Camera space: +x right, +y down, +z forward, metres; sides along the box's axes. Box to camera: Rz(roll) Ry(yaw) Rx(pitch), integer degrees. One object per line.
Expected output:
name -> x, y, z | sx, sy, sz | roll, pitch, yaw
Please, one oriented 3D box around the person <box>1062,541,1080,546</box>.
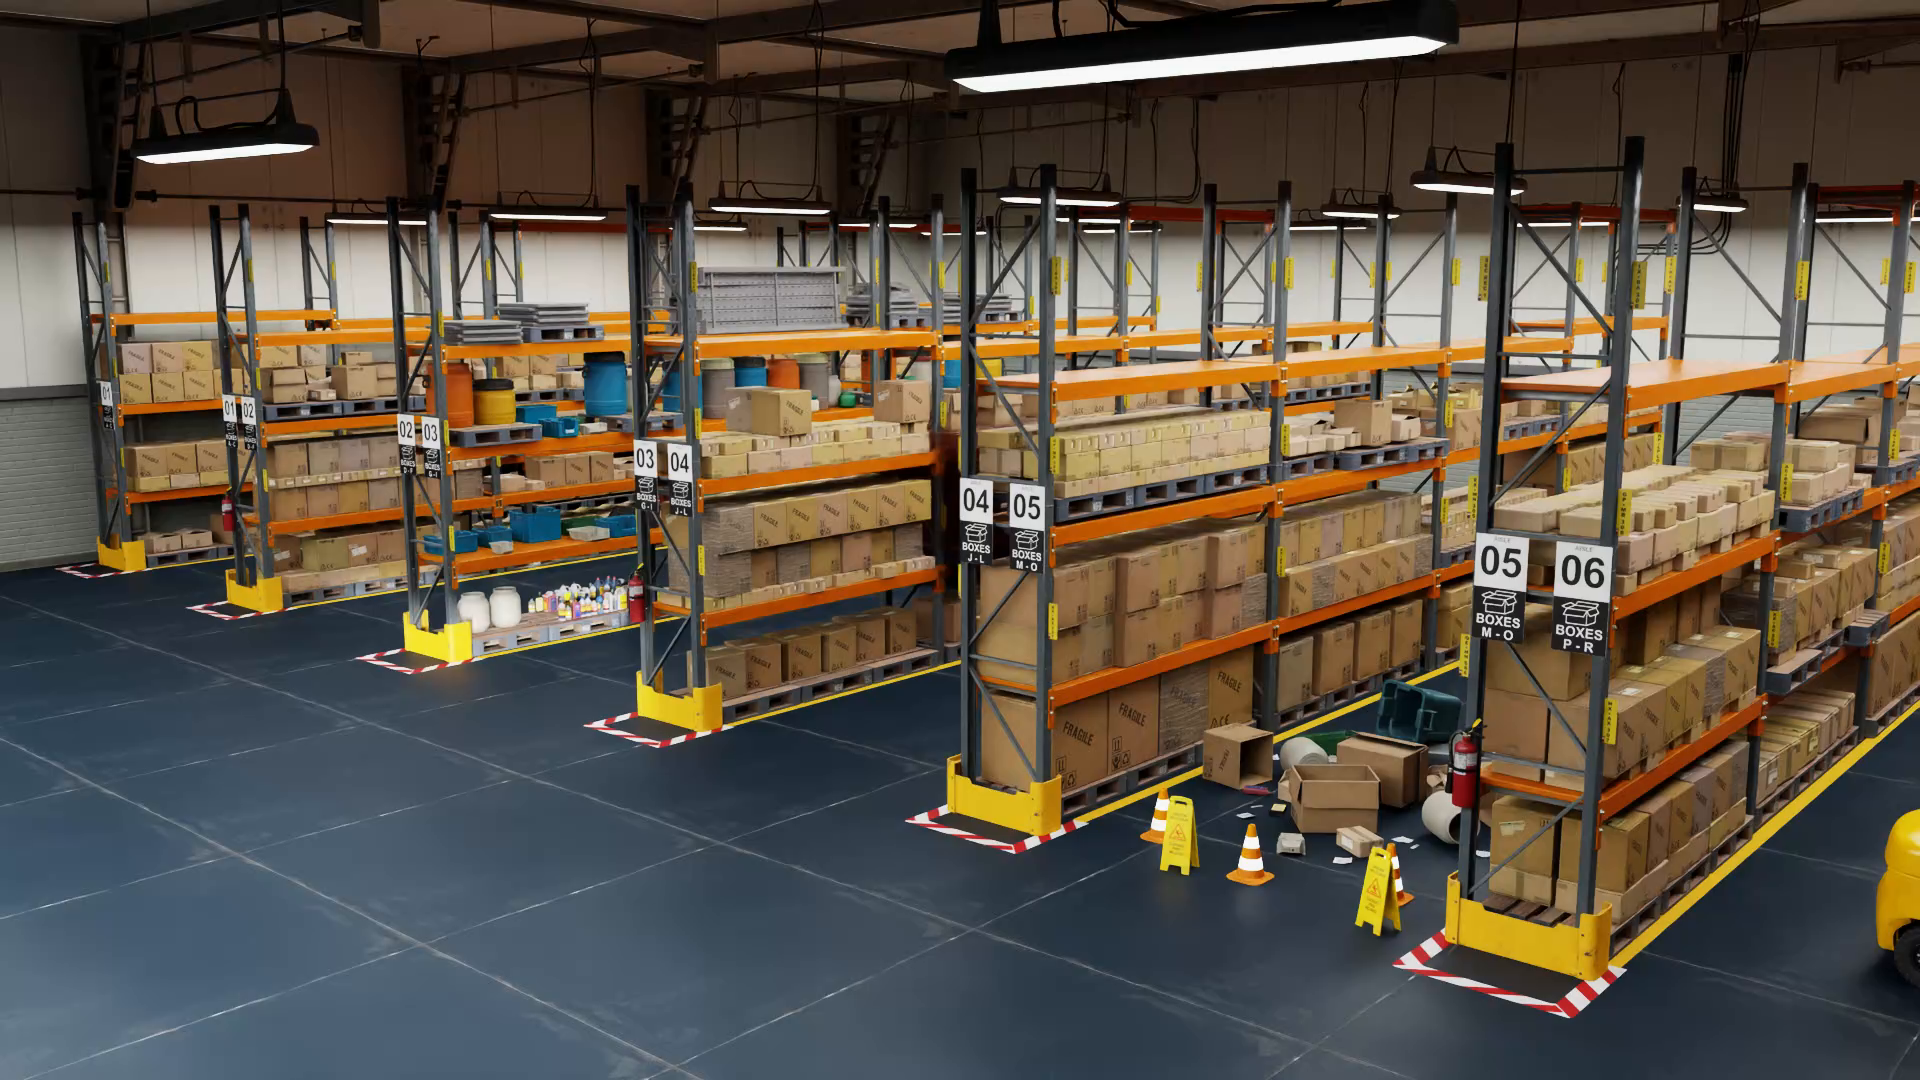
person -> 1.478, 0.361, 21.927 | 0.591, 1.726, 1.077 | 7, 12, 36
